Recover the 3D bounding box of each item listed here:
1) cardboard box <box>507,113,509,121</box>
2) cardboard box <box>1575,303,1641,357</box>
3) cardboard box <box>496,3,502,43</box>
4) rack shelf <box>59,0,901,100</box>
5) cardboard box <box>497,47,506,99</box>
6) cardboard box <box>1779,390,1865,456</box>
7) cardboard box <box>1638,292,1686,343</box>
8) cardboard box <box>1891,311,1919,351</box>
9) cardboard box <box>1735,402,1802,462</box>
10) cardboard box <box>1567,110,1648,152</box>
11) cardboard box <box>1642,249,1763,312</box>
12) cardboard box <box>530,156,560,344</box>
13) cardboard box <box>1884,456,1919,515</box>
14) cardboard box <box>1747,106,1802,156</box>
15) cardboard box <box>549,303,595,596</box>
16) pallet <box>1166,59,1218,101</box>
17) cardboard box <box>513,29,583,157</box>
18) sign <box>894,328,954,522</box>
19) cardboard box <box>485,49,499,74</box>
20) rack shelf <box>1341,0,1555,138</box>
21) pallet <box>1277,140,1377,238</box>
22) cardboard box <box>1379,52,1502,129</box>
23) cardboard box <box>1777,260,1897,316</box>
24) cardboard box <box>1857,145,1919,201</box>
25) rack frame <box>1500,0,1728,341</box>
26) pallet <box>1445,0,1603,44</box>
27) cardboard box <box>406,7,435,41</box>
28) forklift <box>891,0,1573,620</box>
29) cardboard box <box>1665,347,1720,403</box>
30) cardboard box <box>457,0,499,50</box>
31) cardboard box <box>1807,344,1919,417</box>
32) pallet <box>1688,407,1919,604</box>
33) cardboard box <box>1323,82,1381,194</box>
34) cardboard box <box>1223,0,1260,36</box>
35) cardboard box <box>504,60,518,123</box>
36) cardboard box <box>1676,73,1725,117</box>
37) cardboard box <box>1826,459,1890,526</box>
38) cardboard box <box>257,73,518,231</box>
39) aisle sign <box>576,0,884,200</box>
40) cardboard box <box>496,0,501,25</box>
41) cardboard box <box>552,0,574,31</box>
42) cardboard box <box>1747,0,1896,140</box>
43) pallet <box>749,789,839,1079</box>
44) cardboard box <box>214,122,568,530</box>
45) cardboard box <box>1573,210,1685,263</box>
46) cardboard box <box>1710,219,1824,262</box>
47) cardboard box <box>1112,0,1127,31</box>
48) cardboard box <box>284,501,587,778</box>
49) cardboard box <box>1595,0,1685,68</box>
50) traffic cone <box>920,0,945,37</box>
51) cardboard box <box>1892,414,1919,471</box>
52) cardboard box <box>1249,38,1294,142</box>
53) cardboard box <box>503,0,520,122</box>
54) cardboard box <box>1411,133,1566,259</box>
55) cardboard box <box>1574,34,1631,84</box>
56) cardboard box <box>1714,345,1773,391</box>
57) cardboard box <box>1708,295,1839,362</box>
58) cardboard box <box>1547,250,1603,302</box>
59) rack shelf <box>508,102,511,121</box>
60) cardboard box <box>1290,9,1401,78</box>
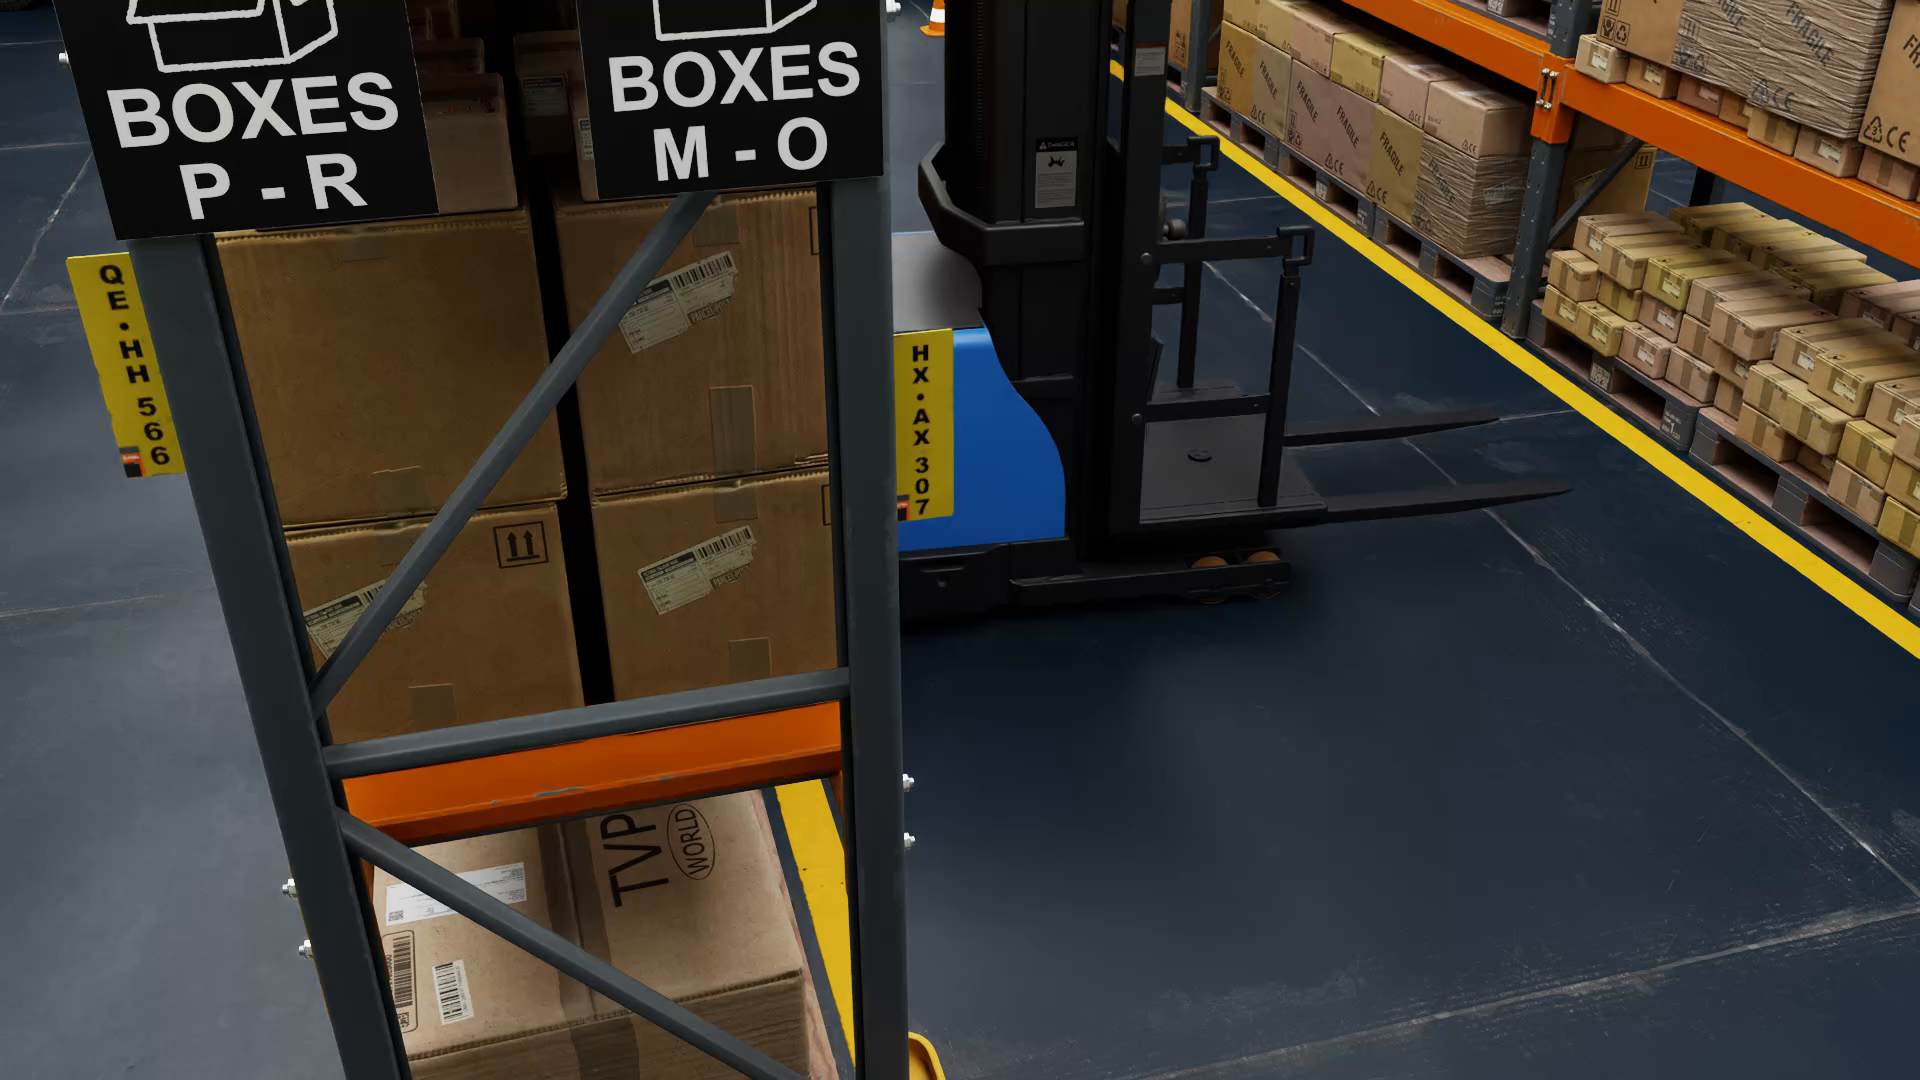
[{"bbox_3d":[-1.785,-1.410,5.592,0.500,0.500,0.500,-7,31,-12],"label":"cardboard box"},{"bbox_3d":[2.946,-0.936,7.299,0.380,0.149,0.250,-7,31,-12],"label":"cardboard box"},{"bbox_3d":[-1.765,-1.842,5.340,0.500,0.500,0.500,-8,31,-13],"label":"cardboard box"},{"bbox_3d":[-1.127,-1.649,3.828,1.077,0.370,4.000,-8,31,-13],"label":"rack shelf"},{"bbox_3d":[-1.511,-1.348,4.487,0.500,0.500,0.500,-7,31,-12],"label":"cardboard box"},{"bbox_3d":[3.295,-0.452,6.166,0.380,0.149,0.250,-8,31,-13],"label":"cardboard box"},{"bbox_3d":[3.129,-0.971,7.063,0.380,0.149,0.250,-8,31,-14],"label":"cardboard box"},{"bbox_3d":[3.851,-0.783,6.441,0.380,0.149,0.250,-9,31,-15],"label":"cardboard box"},{"bbox_3d":[3.259,-0.443,6.448,0.380,0.149,0.250,-9,31,-15],"label":"cardboard box"},{"bbox_3d":[3.147,-2.152,8.300,0.500,0.250,0.500,-9,31,-15],"label":"cardboard box"},{"bbox_3d":[3.111,-1.090,6.972,0.380,0.149,0.250,-8,31,-14],"label":"cardboard box"},{"bbox_3d":[-0.592,-0.691,3.351,0.500,0.500,0.500,-9,31,-15],"label":"cardboard box"},{"bbox_3d":[3.445,-0.196,5.724,0.380,0.149,0.250,-7,31,-13],"label":"cardboard box"},{"bbox_3d":[3.180,-1.547,6.179,0.380,0.149,0.250,-7,31,-12],"label":"cardboard box"},{"bbox_3d":[-0.607,-0.250,3.588,0.500,0.500,0.500,-8,31,-14],"label":"cardboard box"},{"bbox_3d":[1.890,-3.451,12.001,1.003,0.211,1.213,-8,31,-13],"label":"pallet"},{"bbox_3d":[-0.561,-0.778,2.855,0.380,0.149,0.250,-7,31,-12],"label":"cardboard box"},{"bbox_3d":[-0.059,-0.176,2.617,0.100,0.325,0.005,-8,31,-13],"label":"sign"},{"bbox_3d":[-1.248,-0.861,3.646,0.500,0.500,0.500,-8,31,-14],"label":"cardboard box"},{"bbox_3d":[2.557,-2.990,9.139,1.077,0.370,4.000,-8,31,-13],"label":"rack shelf"},{"bbox_3d":[2.553,-2.094,9.658,1.003,0.211,1.213,-8,31,-13],"label":"pallet"},{"bbox_3d":[2.523,-2.336,8.619,0.500,0.250,0.500,-6,31,-11],"label":"cardboard box"},{"bbox_3d":[3.606,-1.030,6.868,0.380,0.149,0.250,-7,31,-12],"label":"cardboard box"},{"bbox_3d":[3.360,-1.293,5.741,0.380,0.149,0.250,-7,31,-11],"label":"cardboard box"},{"bbox_3d":[3.088,-2.335,7.290,1.000,3.000,0.127,-8,31,-13],"label":"rack frame"},{"bbox_3d":[3.026,-2.641,8.009,1.003,0.211,1.213,-8,31,-13],"label":"pallet"},{"bbox_3d":[-1.124,-0.833,2.949,0.380,0.149,0.250,-8,31,-14],"label":"cardboard box"},{"bbox_3d":[0.713,-1.299,5.568,3.031,2.935,1.130,-5,30,-8],"label":"forklift"},{"bbox_3d":[3.177,-0.707,6.903,0.380,0.149,0.250,-8,31,-14],"label":"cardboard box"},{"bbox_3d":[-1.153,-1.095,3.403,0.380,0.149,0.250,-8,31,-14],"label":"cardboard box"},{"bbox_3d":[3.370,-0.588,6.105,0.380,0.149,0.250,-8,31,-13],"label":"cardboard box"},{"bbox_3d":[3.628,-0.218,6.416,1.003,0.211,1.213,-8,31,-13],"label":"pallet"},{"bbox_3d":[2.381,-2.255,9.228,0.500,0.500,0.500,-9,31,-14],"label":"cardboard box"},{"bbox_3d":[1.976,-3.326,10.330,0.500,0.250,0.500,-9,31,-16],"label":"cardboard box"},{"bbox_3d":[-1.146,-1.234,5.287,0.500,0.500,0.500,-9,31,-14],"label":"cardboard box"},{"bbox_3d":[3.110,-1.809,6.632,0.380,0.149,0.250,-9,31,-15],"label":"cardboard box"},{"bbox_3d":[3.397,-0.194,6.018,0.380,0.149,0.250,-7,31,-12],"label":"cardboard box"},{"bbox_3d":[-0.884,-0.600,2.546,0.380,0.149,0.250,-7,31,-13],"label":"cardboard box"},{"bbox_3d":[-0.297,-0.825,2.086,0.394,0.787,0.004,-8,31,-13],"label":"aisle sign"},{"bbox_3d":[-1.668,-2.278,6.841,0.500,0.250,0.500,-7,31,-13],"label":"cardboard box"},{"bbox_3d":[-0.607,-1.044,3.314,0.380,0.149,0.250,-9,31,-15],"label":"cardboard box"},{"bbox_3d":[3.214,-1.748,5.879,0.500,0.500,0.500,-9,31,-14],"label":"cardboard box"},{"bbox_3d":[-0.883,1.135,4.079,1.003,0.211,1.213,-8,31,-13],"label":"pallet"},{"bbox_3d":[-0.953,-0.373,2.803,0.500,0.500,0.500,-7,31,-12],"label":"cardboard box"},{"bbox_3d":[2.980,-1.347,7.415,0.380,0.149,0.250,-7,31,-11],"label":"cardboard box"},{"bbox_3d":[3.540,-1.285,7.309,0.380,0.149,0.250,-7,31,-13],"label":"cardboard box"},{"bbox_3d":[1.716,-4.203,12.344,1.050,0.750,0.750,-7,31,-13],"label":"cardboard box"},{"bbox_3d":[-0.979,0.063,3.047,0.500,0.500,0.500,-8,31,-13],"label":"cardboard box"},{"bbox_3d":[2.977,-2.234,6.719,0.500,0.500,0.500,-8,31,-14],"label":"cardboard box"},{"bbox_3d":[-0.135,-4.253,13.135,0.336,0.463,0.334,-8,31,-13],"label":"traffic cone"},{"bbox_3d":[3.430,-0.324,5.647,0.380,0.149,0.250,-7,31,-11],"label":"cardboard box"},{"bbox_3d":[2.105,-2.749,10.081,0.500,0.500,0.500,-7,31,-13],"label":"cardboard box"},{"bbox_3d":[-0.870,-1.179,4.195,0.500,0.500,0.500,-8,31,-13],"label":"cardboard box"},{"bbox_3d":[2.649,-1.759,8.371,0.500,0.500,0.500,-8,31,-14],"label":"cardboard box"},{"bbox_3d":[2.848,-2.046,7.041,0.380,0.149,0.250,-7,31,-11],"label":"cardboard box"},{"bbox_3d":[3.248,-0.704,6.602,0.380,0.149,0.250,-6,31,-11],"label":"cardboard box"},{"bbox_3d":[3.191,-0.833,6.528,0.380,0.149,0.250,-7,31,-12],"label":"cardboard box"},{"bbox_3d":[2.876,-1.194,7.448,0.380,0.149,0.250,-6,31,-11],"label":"cardboard box"},{"bbox_3d":[-2.188,-2.283,7.918,1.077,0.370,4.000,-8,31,-13],"label":"rack shelf"},{"bbox_3d":[2.230,-2.841,9.491,0.500,0.250,0.500,-8,31,-13],"label":"cardboard box"}]
